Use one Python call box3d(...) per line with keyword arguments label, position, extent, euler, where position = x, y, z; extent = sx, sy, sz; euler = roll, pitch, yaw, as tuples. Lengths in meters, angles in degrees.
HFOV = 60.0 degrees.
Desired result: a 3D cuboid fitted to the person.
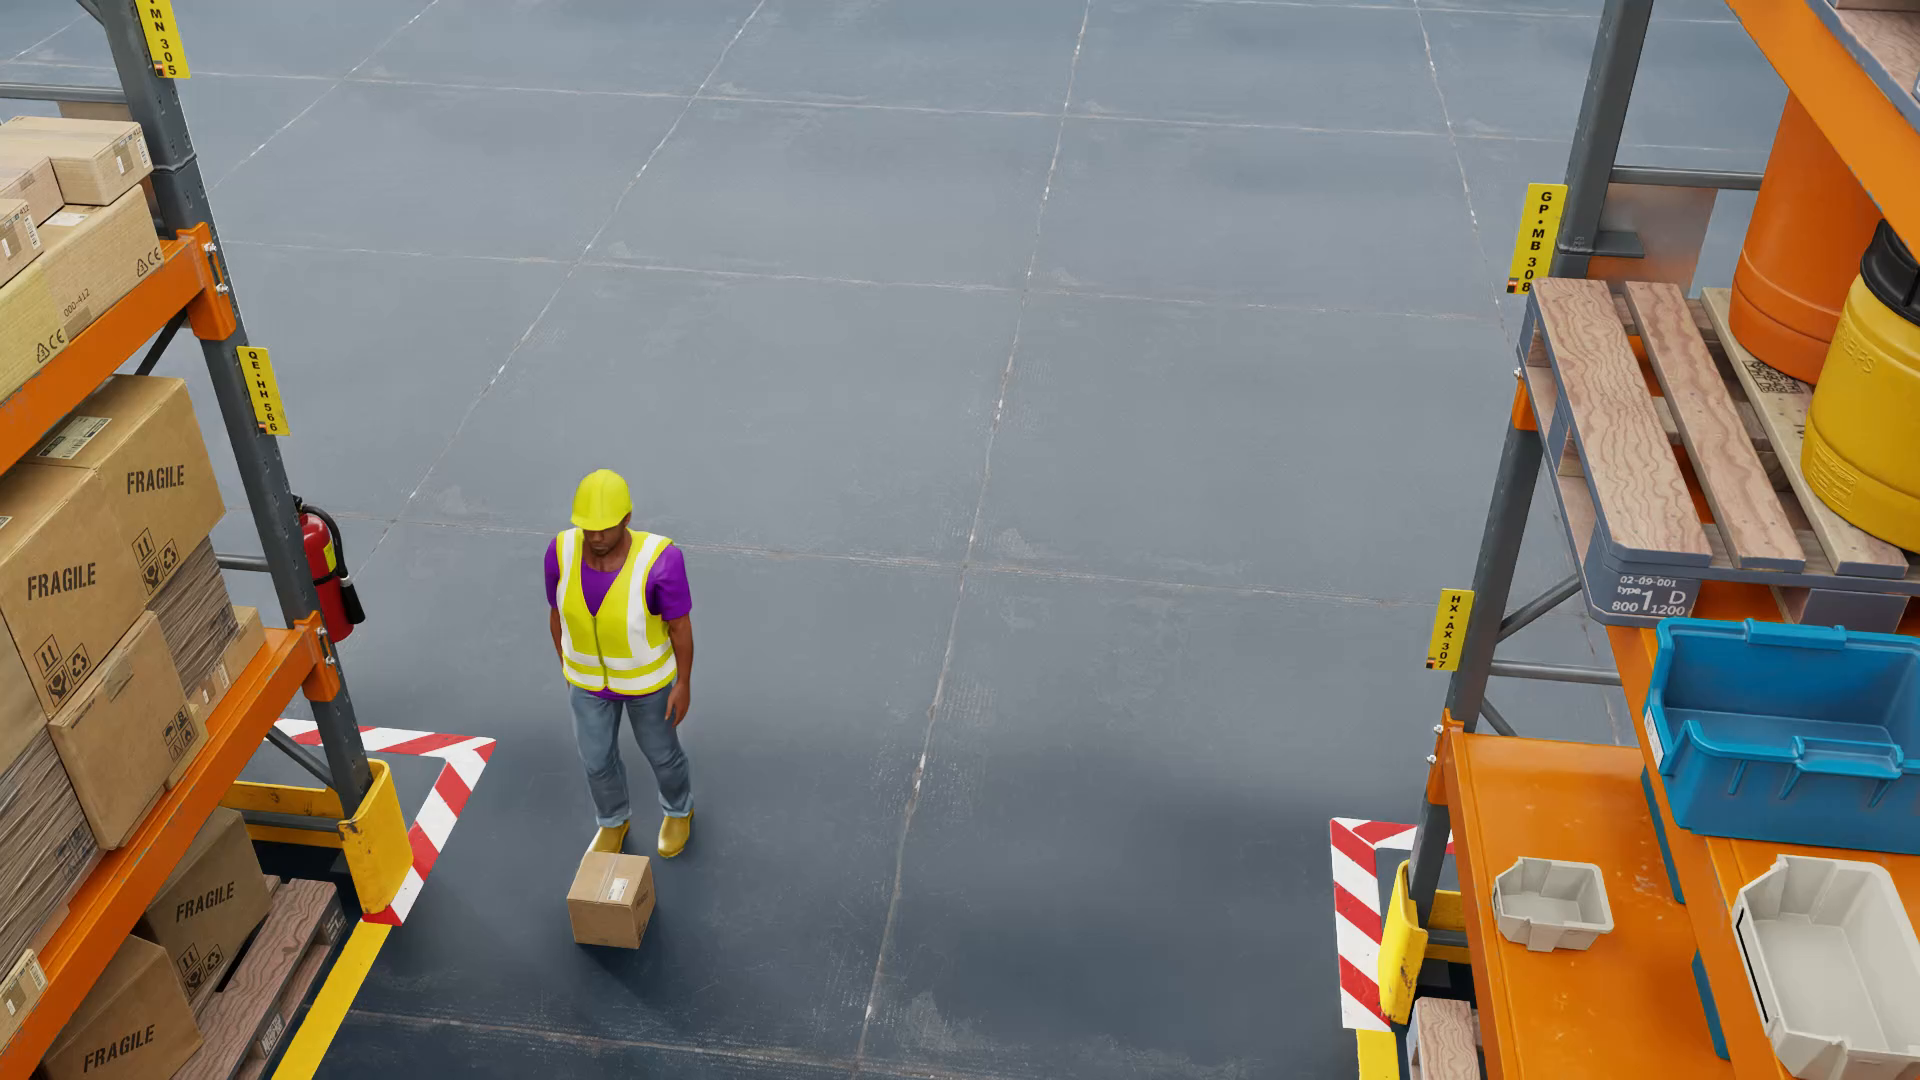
box3d(label="person", position=(-1.279, 0.522, 6.320), extent=(0.564, 1.770, 0.437), euler=(5, 36, 7))
